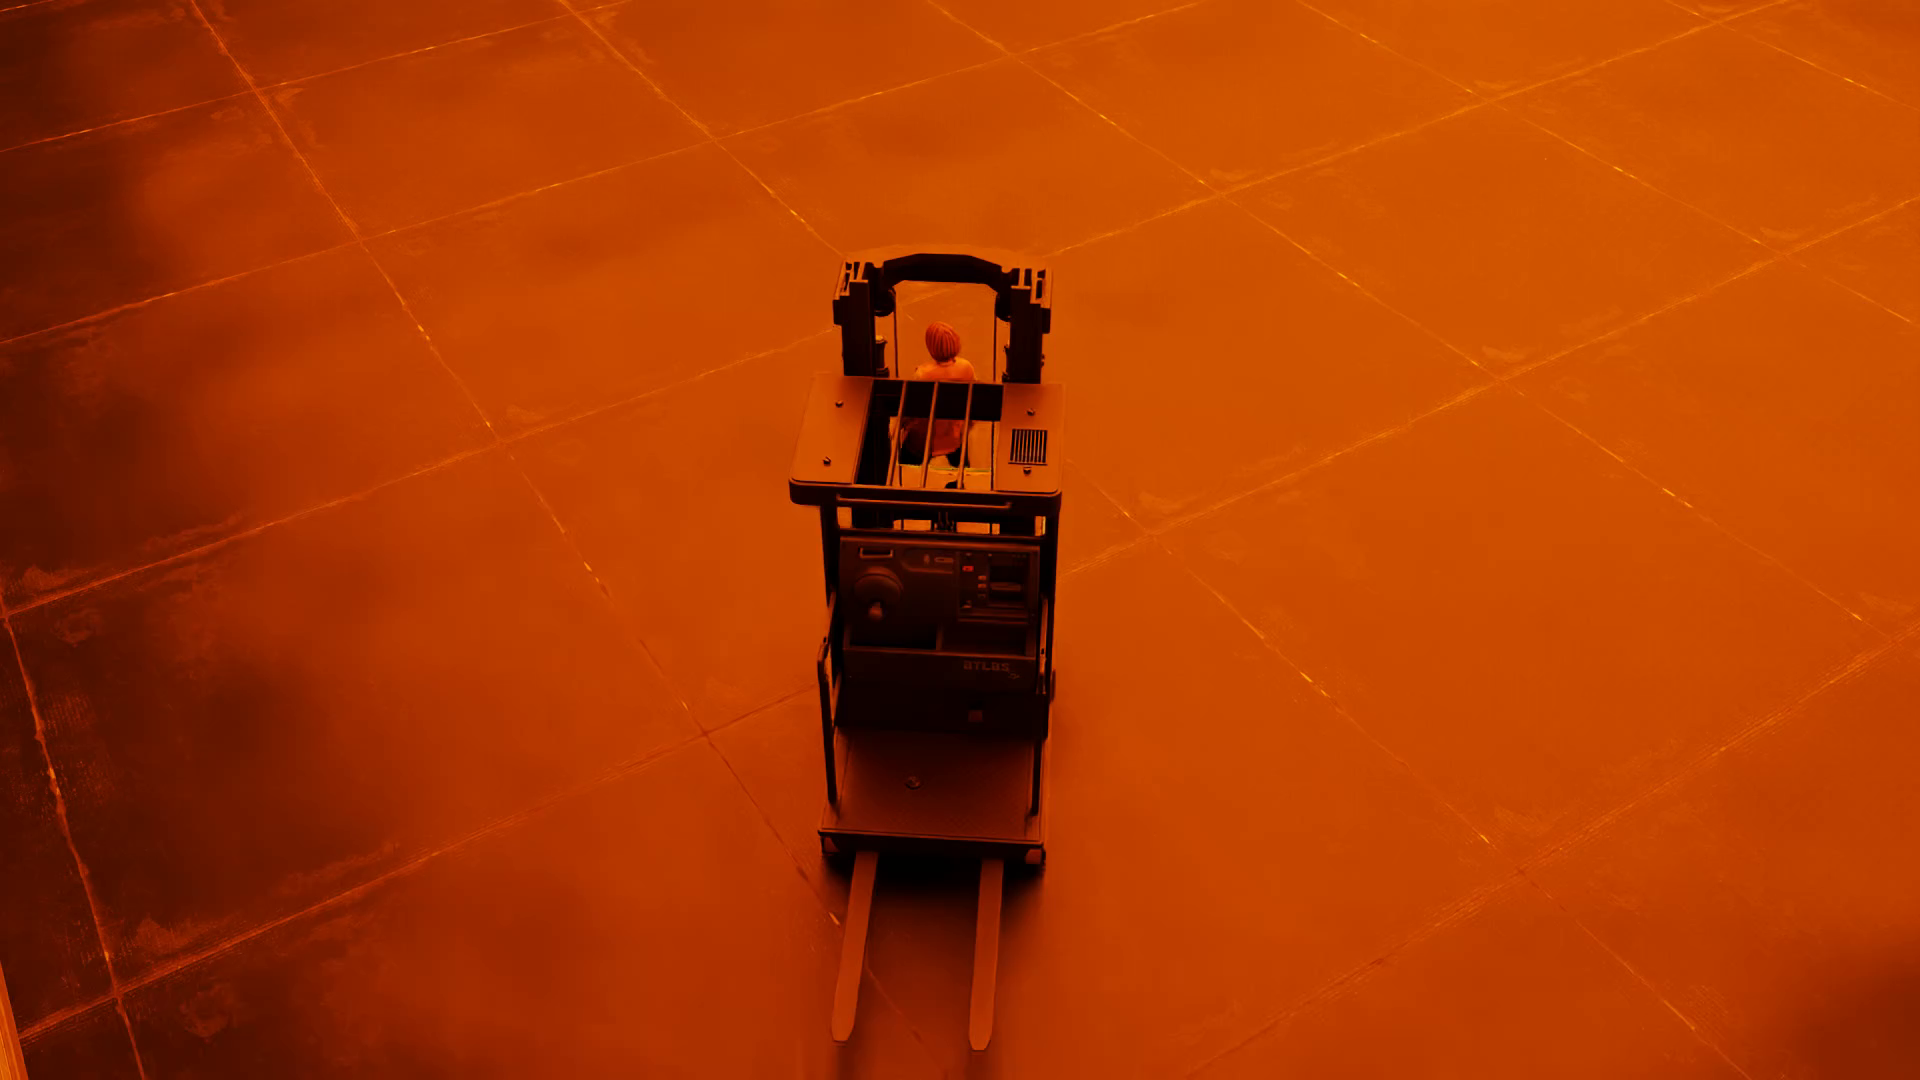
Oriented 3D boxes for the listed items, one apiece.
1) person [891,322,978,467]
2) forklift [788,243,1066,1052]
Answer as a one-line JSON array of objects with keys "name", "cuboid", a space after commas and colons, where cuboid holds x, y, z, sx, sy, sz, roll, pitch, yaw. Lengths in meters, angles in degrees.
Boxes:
[{"name": "person", "cuboid": [-0.153, -0.696, 9.730, 0.584, 1.543, 0.568, -16, 44, -17]}, {"name": "forklift", "cuboid": [-0.110, 0.274, 7.557, 1.130, 2.935, 3.031, 3, 41, 3]}]
